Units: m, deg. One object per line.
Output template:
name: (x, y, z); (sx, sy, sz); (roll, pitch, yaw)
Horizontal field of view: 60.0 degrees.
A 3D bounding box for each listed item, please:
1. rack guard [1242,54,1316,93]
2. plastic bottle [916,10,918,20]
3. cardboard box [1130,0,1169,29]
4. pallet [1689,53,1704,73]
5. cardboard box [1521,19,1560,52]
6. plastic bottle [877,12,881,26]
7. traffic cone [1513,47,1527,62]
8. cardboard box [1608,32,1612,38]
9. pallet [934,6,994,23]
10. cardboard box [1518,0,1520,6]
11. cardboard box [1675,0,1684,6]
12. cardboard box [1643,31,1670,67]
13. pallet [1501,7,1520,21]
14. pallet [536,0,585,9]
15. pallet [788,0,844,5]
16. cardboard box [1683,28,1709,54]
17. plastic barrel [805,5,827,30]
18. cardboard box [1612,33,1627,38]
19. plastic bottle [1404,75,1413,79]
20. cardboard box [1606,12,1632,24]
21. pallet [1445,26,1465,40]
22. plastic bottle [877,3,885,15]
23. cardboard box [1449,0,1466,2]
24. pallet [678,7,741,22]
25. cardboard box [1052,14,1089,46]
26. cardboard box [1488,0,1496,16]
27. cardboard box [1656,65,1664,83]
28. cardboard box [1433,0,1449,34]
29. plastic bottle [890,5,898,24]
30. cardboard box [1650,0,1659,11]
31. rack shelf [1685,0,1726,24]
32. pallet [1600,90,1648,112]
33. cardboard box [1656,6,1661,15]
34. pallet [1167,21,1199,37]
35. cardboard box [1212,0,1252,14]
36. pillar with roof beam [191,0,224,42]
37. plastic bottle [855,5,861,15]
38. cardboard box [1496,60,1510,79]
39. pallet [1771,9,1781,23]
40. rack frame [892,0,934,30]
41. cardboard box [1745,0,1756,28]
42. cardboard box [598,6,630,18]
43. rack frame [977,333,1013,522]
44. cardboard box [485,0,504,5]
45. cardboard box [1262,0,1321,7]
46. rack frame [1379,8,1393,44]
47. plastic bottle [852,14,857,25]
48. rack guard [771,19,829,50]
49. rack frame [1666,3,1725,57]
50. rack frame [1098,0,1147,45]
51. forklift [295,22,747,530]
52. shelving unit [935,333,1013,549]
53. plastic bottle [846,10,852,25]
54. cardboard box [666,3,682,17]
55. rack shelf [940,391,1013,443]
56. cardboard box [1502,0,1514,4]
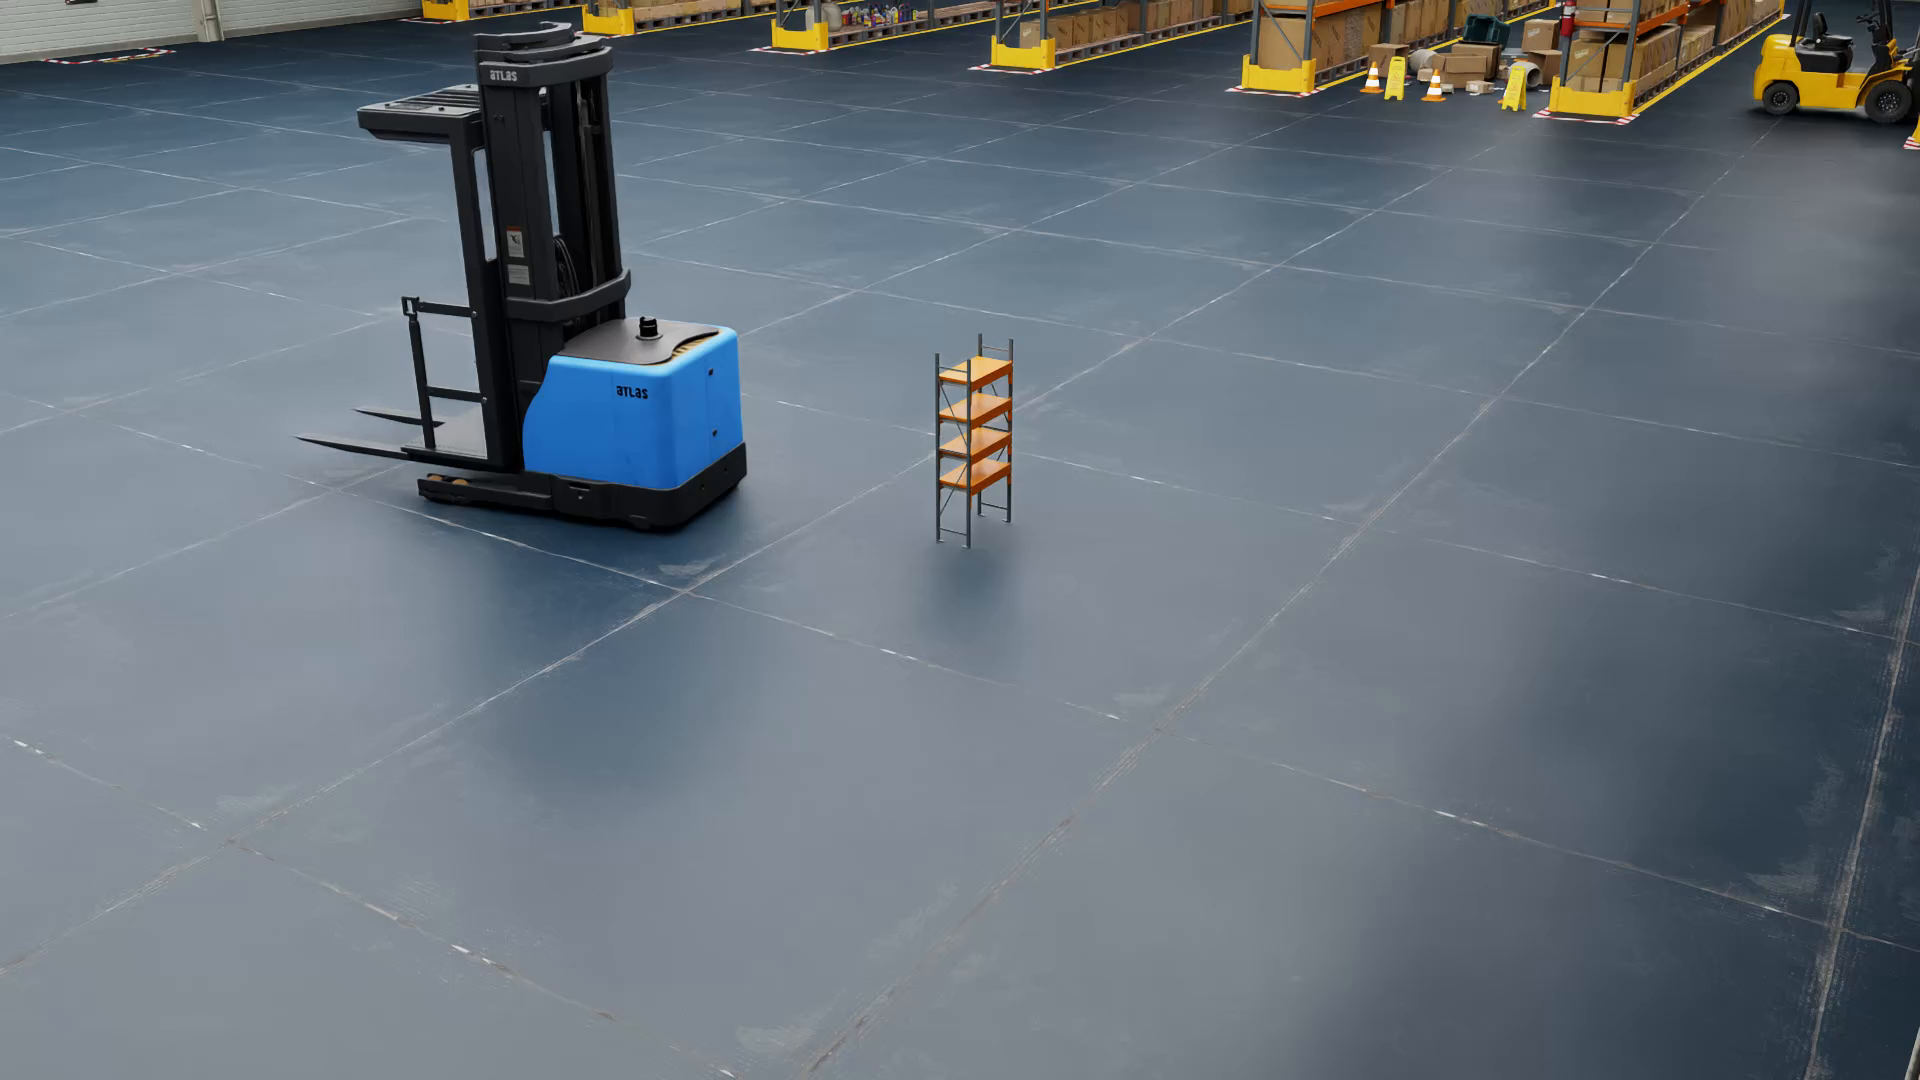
rack guard: (5.242, -7.683, 27.368); (1.175, 0.500, 0.348); (14, 27, 29)
plastic bottle: (-0.931, -11.030, 34.921); (0.097, 0.201, 0.097); (0, 23, 0)
cardboard box: (3.814, -10.676, 33.729); (0.700, 0.500, 0.500); (14, 27, 29)
pallet: (12.675, -8.582, 29.808); (1.003, 0.211, 1.213); (14, 27, 29)
cardboard box: (10.095, -8.748, 28.876); (0.500, 0.500, 0.500); (14, 27, 29)
plastic bottle: (-1.659, -10.596, 33.831); (0.097, 0.271, 0.097); (0, 23, 0)
traffic cone: (10.391, -9.040, 30.550); (0.336, 0.463, 0.334); (14, 27, 29)
cardboard box: (9.986, -7.955, 26.022); (0.380, 0.149, 0.250); (14, 27, 30)
pallet: (0.020, -11.707, 37.027); (1.003, 0.211, 1.213); (14, 27, 29)
cardboard box: (12.480, -12.207, 37.733); (0.380, 0.149, 0.250); (13, 26, 27)
cardboard box: (11.587, -8.812, 27.146); (0.380, 0.149, 0.250); (15, 27, 30)
cardboard box: (11.004, -7.860, 26.619); (0.500, 0.500, 0.500); (15, 28, 32)
pallet: (11.908, -11.843, 37.341); (1.003, 0.211, 1.213); (14, 27, 29)
pallet: (-9.745, -12.862, 39.696); (1.003, 0.211, 1.213); (14, 27, 29)
pallet: (-3.568, -13.140, 40.337); (1.003, 0.211, 1.213); (14, 27, 29)
cardboard box: (13.044, -9.083, 30.234); (0.950, 0.372, 0.625); (13, 27, 28)
plastic barrel: (-2.832, -10.239, 32.729); (0.421, 0.512, 0.421); (0, 23, 0)
cardboard box: (10.259, -7.781, 26.436); (0.500, 0.500, 0.500); (13, 27, 28)
plastic bottle: (7.624, -7.934, 28.500); (0.283, 0.061, 0.133); (5, 24, 11)
cardboard box: (9.868, -7.791, 24.788); (0.380, 0.149, 0.250); (14, 27, 29)
pallet: (9.888, -10.522, 34.290); (1.003, 0.211, 1.213); (14, 27, 29)
plastic bottle: (-1.660, -11.070, 34.827); (0.144, 0.351, 0.185); (14, 27, 29)
cardboard box: (10.044, -11.110, 33.812); (0.500, 0.250, 0.500); (13, 26, 27)
pallet: (-5.665, -11.800, 37.242); (1.003, 0.211, 1.213); (14, 27, 29)
cardboard box: (2.070, -9.581, 31.224); (0.500, 0.500, 0.500); (17, 29, 34)
cardboard box: (11.137, -11.458, 35.561); (0.500, 0.500, 0.500); (13, 27, 28)
cardboard box: (10.995, -7.508, 26.749); (0.500, 0.250, 0.500); (14, 27, 30)
cardboard box: (9.077, -10.512, 33.060); (1.050, 0.750, 0.750); (13, 27, 28)
plastic bottle: (-1.370, -10.835, 34.282); (0.144, 0.351, 0.185); (14, 27, 29)
cardboard box: (10.269, -8.295, 25.135); (0.500, 0.500, 0.500); (15, 27, 31)
rack shelf: (12.678, -9.530, 29.394); (1.077, 0.370, 4.000); (14, 27, 29)
pallet: (10.012, -6.848, 25.803); (1.003, 0.211, 1.213); (14, 27, 29)
cardboard box: (10.732, -8.307, 25.979); (0.380, 0.149, 0.250); (13, 27, 28)
pallet: (4.256, -10.659, 34.606); (1.003, 0.211, 1.213); (14, 27, 29)
cardboard box: (5.696, -12.058, 36.474); (1.225, 0.875, 0.875); (12, 26, 27)
pillar with roof beam: (-11.404, -13.269, 29.575); (9.100, 9.000, 0.400); (14, 27, 29)
plastic bottle: (-2.106, -10.893, 34.418); (0.144, 0.351, 0.185); (14, 27, 29)
cardboard box: (9.370, -8.105, 28.639); (0.258, 0.266, 0.396); (-3, 24, -7)
pallet: (17.598, -11.669, 36.940); (1.003, 0.211, 1.213); (14, 27, 29)
rack frame: (-1.004, -12.300, 34.887); (1.000, 3.000, 0.127); (14, 27, 29)
cardboard box: (15.584, -10.877, 33.745); (0.875, 0.875, 0.875); (15, 27, 31)
cardboard box: (-7.288, -11.163, 35.193); (0.500, 0.250, 0.500); (14, 27, 29)
rack frame: (0.216, -0.689, 10.331); (0.240, 1.200, 0.015); (14, 27, 29)
cardboard box: (-10.788, -12.401, 37.951); (0.500, 0.311, 0.500); (16, 28, 33)
cardboard box: (5.412, -9.042, 27.172); (0.875, 0.550, 0.550); (14, 27, 29)
rack frame: (7.364, -10.188, 30.009); (1.000, 3.000, 0.127); (14, 27, 29)
plastic bottle: (-2.172, -10.686, 34.126); (0.097, 0.201, 0.097); (0, 23, 0)
rack guard: (-3.114, -9.838, 32.347); (1.175, 0.500, 0.348); (14, 27, 29)
rack frame: (13.733, -10.535, 30.810); (1.000, 3.000, 0.127); (14, 27, 29)
rack frame: (3.204, -11.262, 32.489); (1.000, 3.000, 0.127); (14, 27, 29)
forklift: (-2.990, -1.756, 10.618); (3.031, 2.935, 1.130); (8, 25, 19)
shelving unit: (0.087, -0.606, 10.141); (0.258, 1.200, 0.503); (14, 27, 29)
plastic bottle: (-2.271, -10.674, 33.996); (0.061, 0.283, 0.133); (14, 27, 29)
cardboard box: (-6.324, -11.393, 35.723); (0.500, 0.250, 0.500); (14, 27, 29)
rack shelf: (0.087, -0.750, 10.079); (0.258, 0.148, 0.480); (14, 27, 29)
cardboard box: (12.047, -11.965, 36.798); (0.380, 0.149, 0.250); (15, 28, 31)
